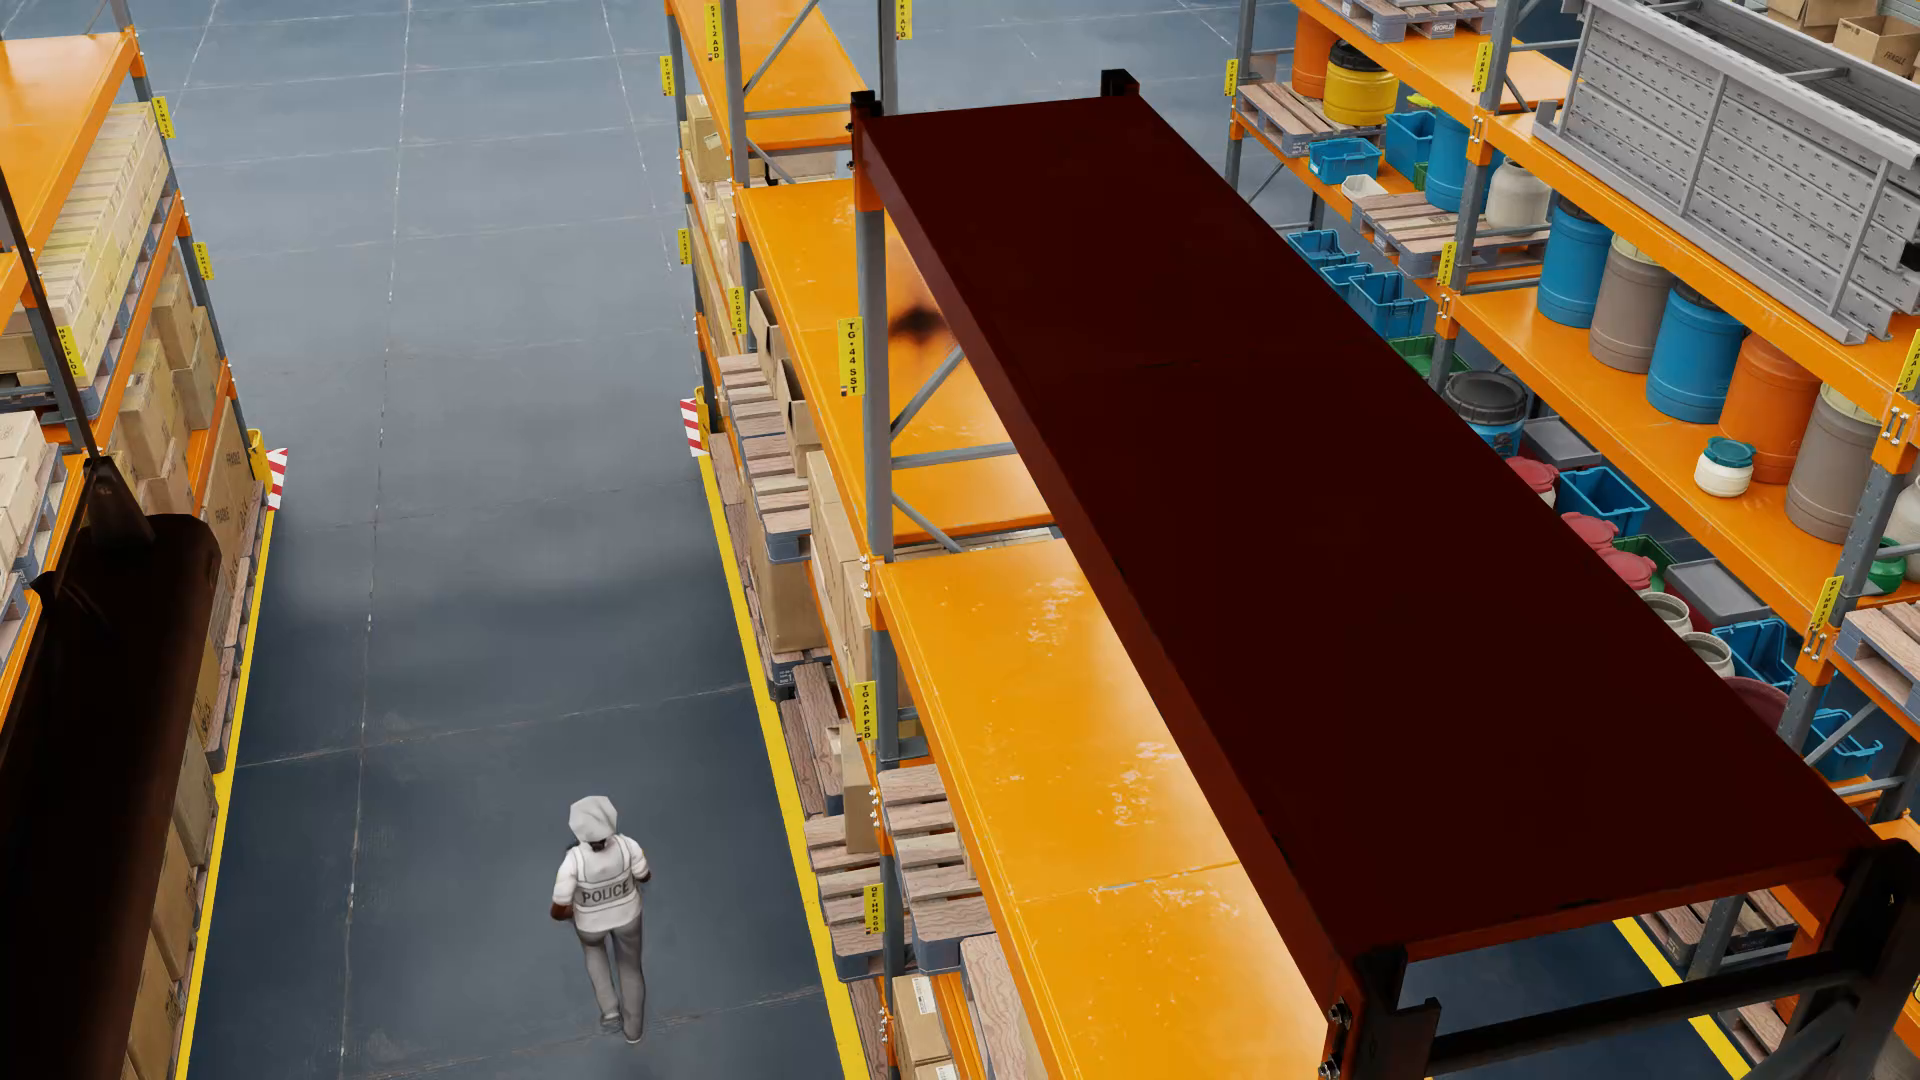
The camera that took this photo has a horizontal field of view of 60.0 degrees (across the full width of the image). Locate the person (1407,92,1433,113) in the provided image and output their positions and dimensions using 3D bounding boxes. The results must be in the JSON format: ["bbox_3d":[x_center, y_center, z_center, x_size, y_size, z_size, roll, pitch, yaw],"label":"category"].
[{"bbox_3d":[4.998,-4.213,18.686,0.638,1.722,0.687,3,35,5],"label":"person"}]

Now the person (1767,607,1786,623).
[{"bbox_3d":[6.536,0.060,12.524,0.559,1.717,0.698,-14,37,-19],"label":"person"}]

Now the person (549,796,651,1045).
[{"bbox_3d":[-1.964,2.042,9.156,0.560,1.739,0.603,-11,36,-16],"label":"person"}]
